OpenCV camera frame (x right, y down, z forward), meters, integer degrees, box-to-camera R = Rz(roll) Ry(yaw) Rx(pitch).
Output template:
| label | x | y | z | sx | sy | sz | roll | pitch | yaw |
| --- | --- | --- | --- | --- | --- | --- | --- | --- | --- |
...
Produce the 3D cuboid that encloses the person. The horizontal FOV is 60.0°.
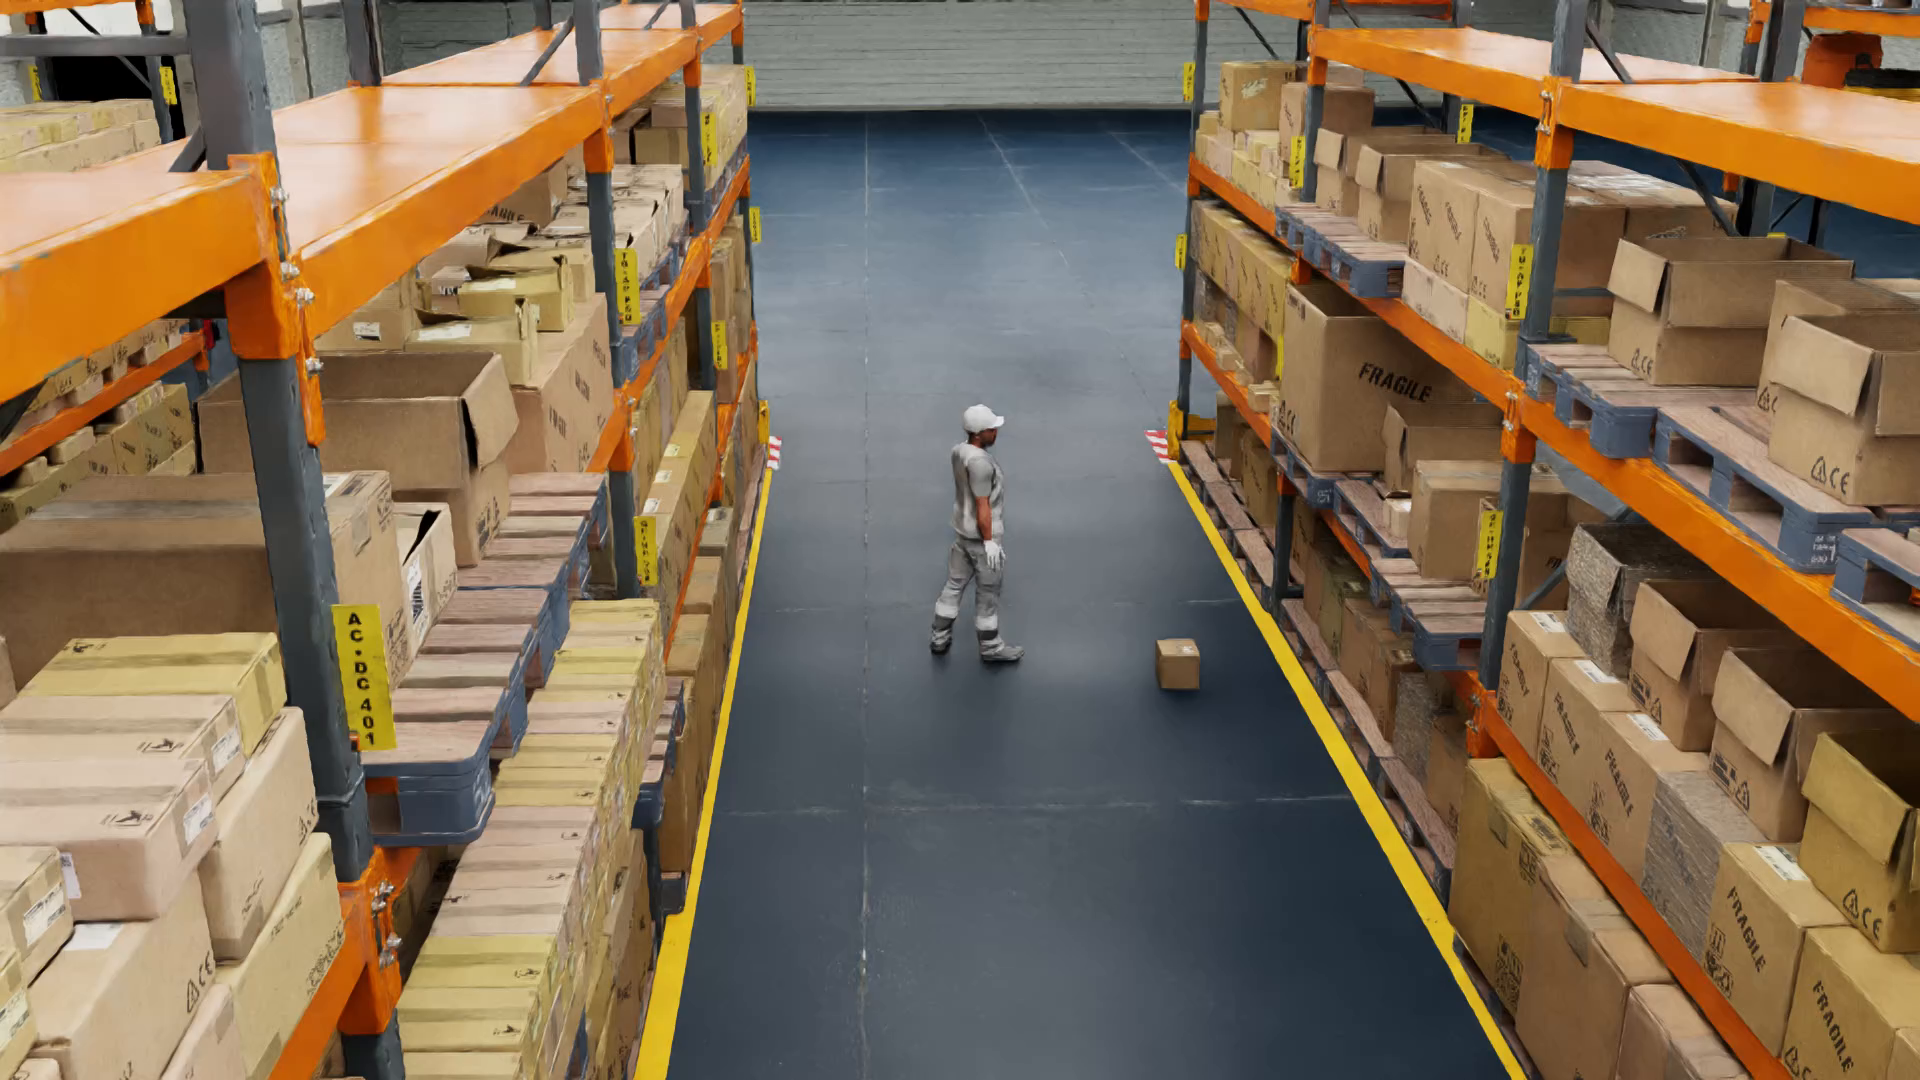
| label | x | y | z | sx | sy | sz | roll | pitch | yaw |
| --- | --- | --- | --- | --- | --- | --- | --- | --- | --- |
| person | 0.128 | -0.038 | 11.144 | 0.574 | 1.793 | 0.735 | -8 | 22 | -21 |
